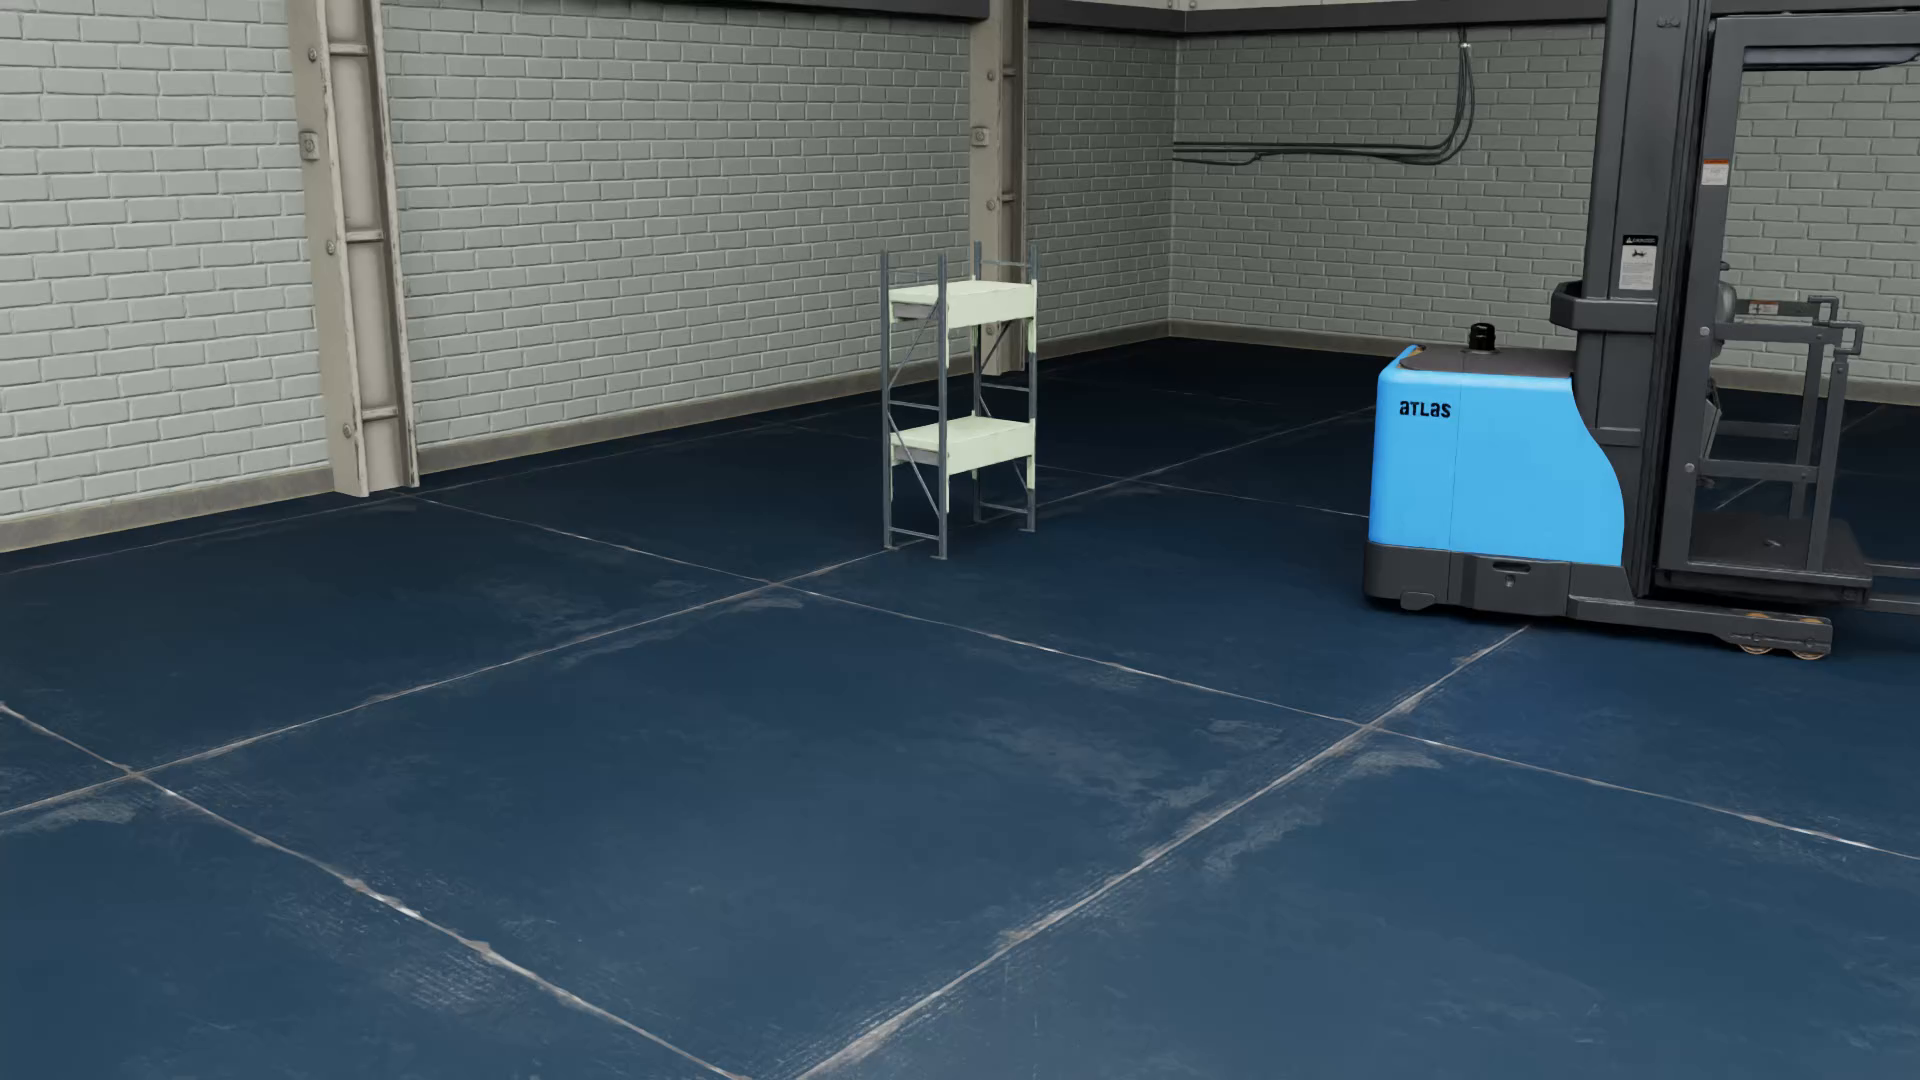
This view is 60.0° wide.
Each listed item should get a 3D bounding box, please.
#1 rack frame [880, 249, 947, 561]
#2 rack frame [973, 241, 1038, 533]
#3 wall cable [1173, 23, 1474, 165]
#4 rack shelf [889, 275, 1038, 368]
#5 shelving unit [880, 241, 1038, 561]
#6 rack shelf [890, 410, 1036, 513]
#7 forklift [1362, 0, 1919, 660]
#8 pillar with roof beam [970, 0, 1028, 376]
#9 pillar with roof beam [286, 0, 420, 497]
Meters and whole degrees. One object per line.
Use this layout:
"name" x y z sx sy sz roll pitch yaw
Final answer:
"rack frame" -0.226 -0.658 8.167 0.400 1.500 0.023 11 18 38
"rack frame" 0.234 -0.798 8.719 0.400 1.500 0.023 11 18 38
"wall cable" 3.202 -4.672 15.042 3.097 2.526 0.112 11 18 38
"rack shelf" 0.004 -1.106 8.347 0.431 0.370 0.720 11 18 38
"shelving unit" 0.004 -0.728 8.443 0.431 1.500 0.755 11 18 38
"rack shelf" 0.004 -0.412 8.524 0.431 0.370 0.720 11 18 38
"forklift" 3.364 -1.084 6.939 3.031 2.935 1.130 6 15 21
"pillar with roof beam" 3.670 -5.151 10.622 9.100 9.000 0.400 11 18 38
"pillar with roof beam" -0.101 -4.002 6.099 9.100 9.000 0.400 11 18 38
